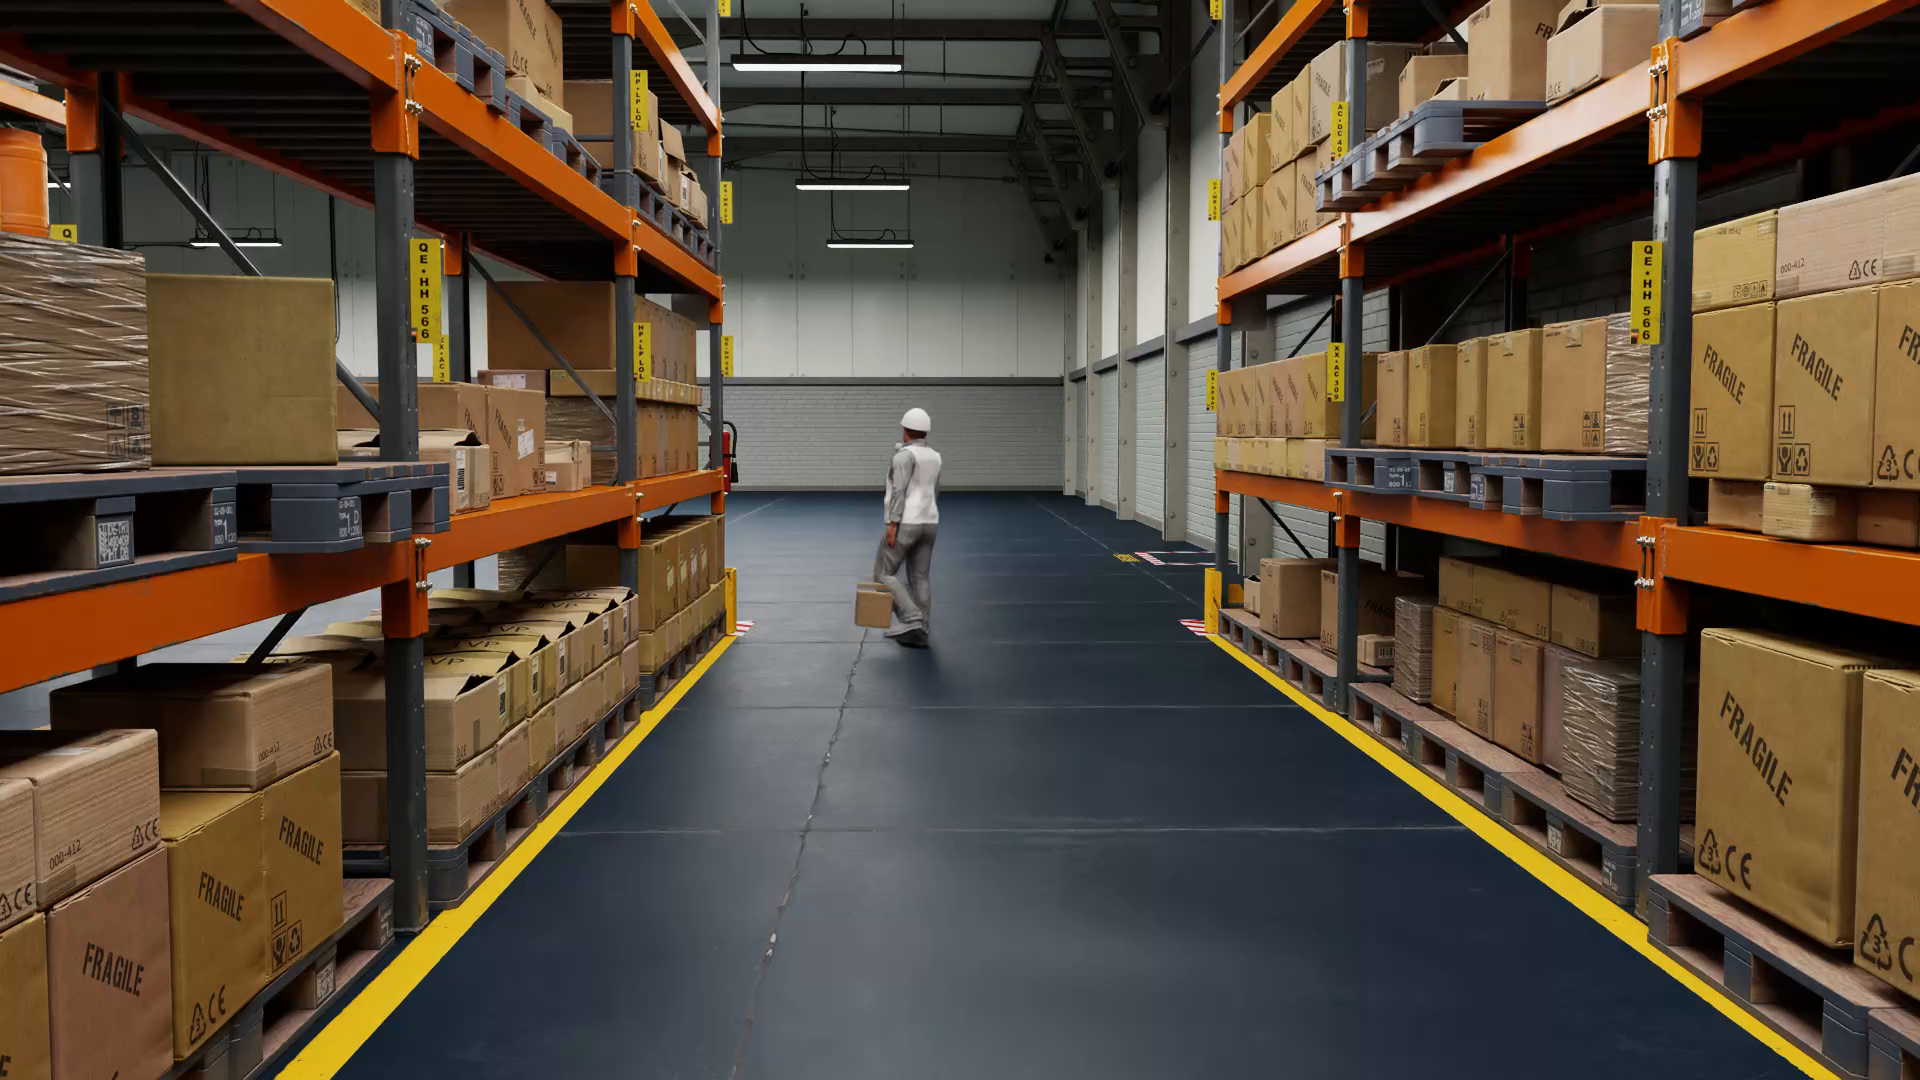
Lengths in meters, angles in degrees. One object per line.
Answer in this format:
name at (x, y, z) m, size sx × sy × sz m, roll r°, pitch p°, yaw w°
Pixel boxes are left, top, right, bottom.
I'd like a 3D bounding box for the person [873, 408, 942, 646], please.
person at (-0.362, -0.099, 12.437) m, size 0.431 × 1.772 × 0.628 m, roll 3°, pitch 5°, yaw 38°
